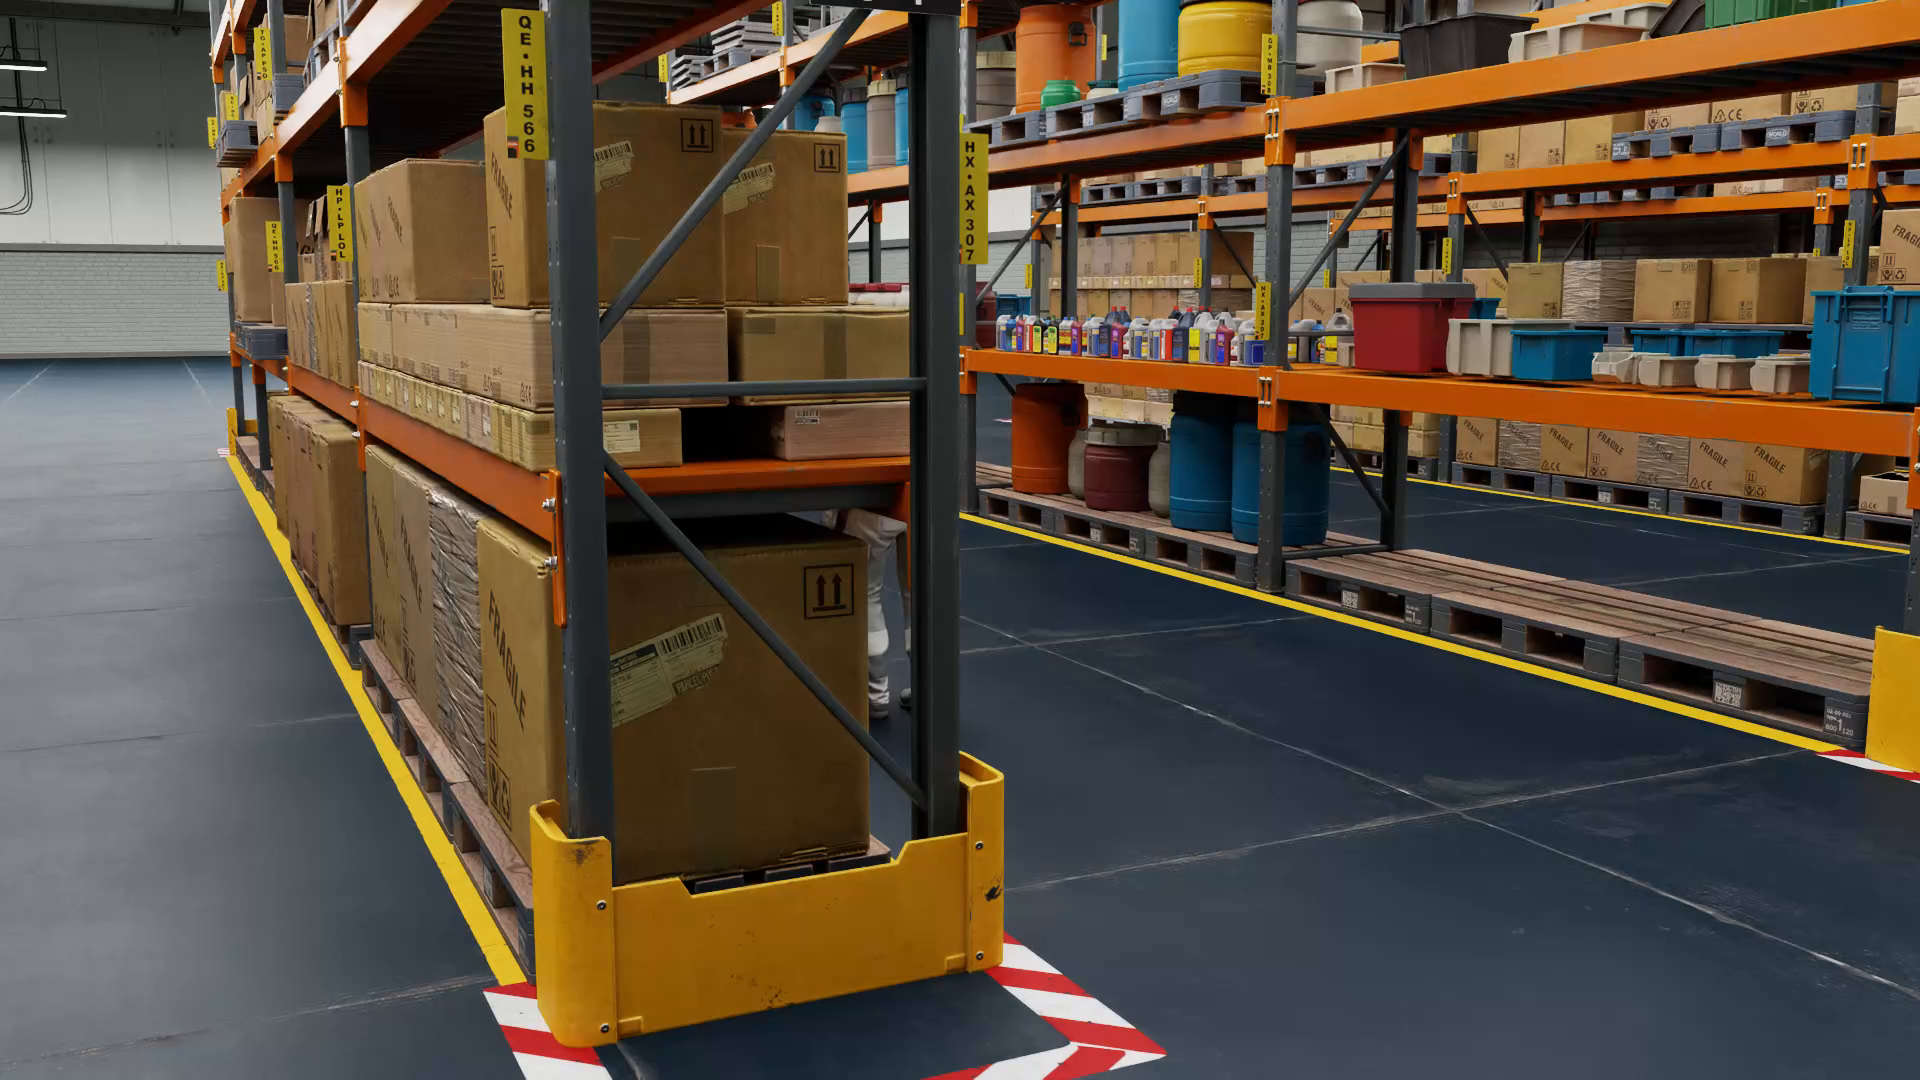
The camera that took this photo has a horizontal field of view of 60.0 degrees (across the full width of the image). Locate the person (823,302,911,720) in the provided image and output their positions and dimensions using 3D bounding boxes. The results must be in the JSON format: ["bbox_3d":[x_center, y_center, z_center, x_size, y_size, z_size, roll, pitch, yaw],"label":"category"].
[{"bbox_3d":[-0.323,-0.129,6.929,0.468,1.700,0.639,-4,9,-27],"label":"person"}]
